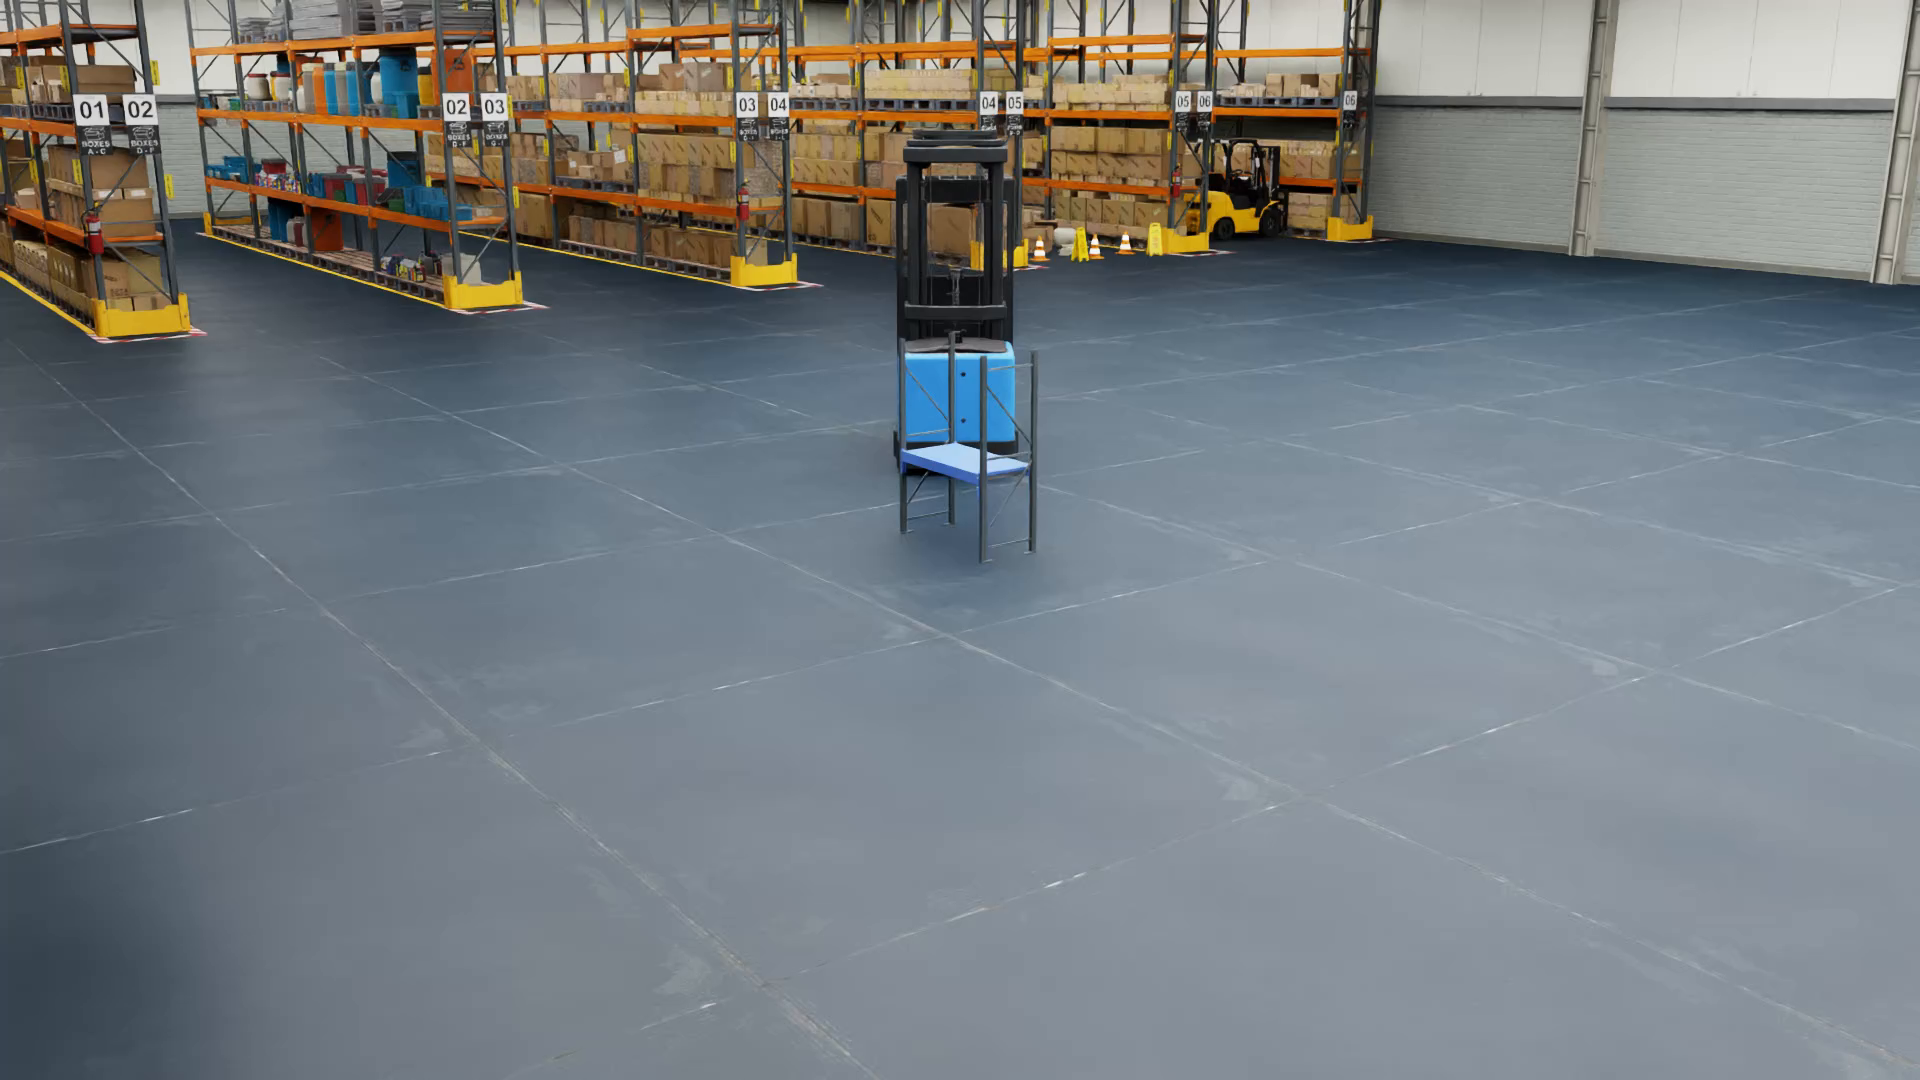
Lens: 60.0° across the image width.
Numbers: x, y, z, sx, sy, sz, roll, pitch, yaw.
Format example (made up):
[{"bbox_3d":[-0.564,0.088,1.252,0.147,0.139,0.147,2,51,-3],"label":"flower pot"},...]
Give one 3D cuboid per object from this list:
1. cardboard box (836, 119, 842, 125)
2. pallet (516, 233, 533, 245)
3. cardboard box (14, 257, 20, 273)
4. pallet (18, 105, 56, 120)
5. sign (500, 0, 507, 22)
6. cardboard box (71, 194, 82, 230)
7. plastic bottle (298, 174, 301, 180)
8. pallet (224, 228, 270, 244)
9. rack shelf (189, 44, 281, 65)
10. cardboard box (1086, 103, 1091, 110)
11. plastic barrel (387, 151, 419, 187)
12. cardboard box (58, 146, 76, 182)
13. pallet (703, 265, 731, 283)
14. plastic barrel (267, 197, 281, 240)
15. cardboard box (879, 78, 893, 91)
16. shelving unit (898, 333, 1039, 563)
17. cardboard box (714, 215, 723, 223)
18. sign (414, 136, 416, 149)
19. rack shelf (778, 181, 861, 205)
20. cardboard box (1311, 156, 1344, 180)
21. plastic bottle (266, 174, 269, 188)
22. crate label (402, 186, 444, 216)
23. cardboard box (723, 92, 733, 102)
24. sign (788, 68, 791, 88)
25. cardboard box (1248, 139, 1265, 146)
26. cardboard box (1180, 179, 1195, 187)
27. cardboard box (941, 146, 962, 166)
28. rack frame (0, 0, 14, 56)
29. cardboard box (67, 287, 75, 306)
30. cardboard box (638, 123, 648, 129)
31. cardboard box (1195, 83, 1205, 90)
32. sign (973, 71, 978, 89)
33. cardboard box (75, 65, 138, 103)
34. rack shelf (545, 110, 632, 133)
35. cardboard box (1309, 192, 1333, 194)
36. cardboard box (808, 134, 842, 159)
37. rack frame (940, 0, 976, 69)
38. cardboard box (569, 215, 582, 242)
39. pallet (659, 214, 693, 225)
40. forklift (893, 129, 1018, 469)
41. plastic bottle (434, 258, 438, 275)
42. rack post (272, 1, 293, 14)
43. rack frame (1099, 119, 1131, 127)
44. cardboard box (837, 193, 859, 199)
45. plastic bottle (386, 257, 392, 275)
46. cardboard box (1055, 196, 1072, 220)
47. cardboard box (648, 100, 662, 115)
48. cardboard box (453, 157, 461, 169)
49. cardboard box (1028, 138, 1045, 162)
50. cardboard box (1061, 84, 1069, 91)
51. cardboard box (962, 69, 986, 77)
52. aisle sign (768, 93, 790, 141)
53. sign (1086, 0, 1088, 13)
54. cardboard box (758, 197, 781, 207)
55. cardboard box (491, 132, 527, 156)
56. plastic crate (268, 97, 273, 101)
[{"bbox_3d":[-3.025,-10.960,43.625,0.380,0.149,0.250,-11,19,-34],"label":"cardboard box"},{"bbox_3d":[-9.160,-6.675,36.565,1.003,0.211,1.213,-11,19,-35],"label":"pallet"},{"bbox_3d":[-15.989,-4.762,28.705,0.500,0.250,0.500,-11,19,-35],"label":"cardboard box"},{"bbox_3d":[-14.237,-6.730,26.162,0.805,0.209,1.217,-12,19,-37],"label":"pallet"},{"bbox_3d":[-6.899,-7.980,25.082,0.100,0.325,0.005,-11,19,-35],"label":"sign"},{"bbox_3d":[-12.532,-4.815,24.296,0.700,0.500,0.500,-10,18,-33],"label":"cardboard box"},{"bbox_3d":[-13.488,-7.360,34.029,0.097,0.271,0.097,0,15,0],"label":"plastic bottle"},{"bbox_3d":[-15.588,-6.732,36.772,1.003,0.211,1.213,-11,19,-35],"label":"pallet"},{"bbox_3d":[-15.579,-10.446,35.816,1.077,0.370,4.000,-11,19,-35],"label":"rack shelf"},{"bbox_3d":[2.915,-9.266,35.543,0.380,0.149,0.250,-12,19,-36],"label":"cardboard box"},{"bbox_3d":[-9.681,-6.328,29.066,0.600,0.901,0.708,-11,19,-35],"label":"plastic barrel"},{"bbox_3d":[-12.850,-5.554,24.541,0.700,0.500,0.500,-11,19,-35],"label":"cardboard box"},{"bbox_3d":[-3.834,-4.722,29.428,1.003,0.211,1.213,-11,19,-35],"label":"pallet"},{"bbox_3d":[-14.096,-6.737,34.687,0.600,0.901,0.708,-11,19,-35],"label":"plastic barrel"},{"bbox_3d":[-1.262,-8.987,32.784,0.500,0.250,0.500,-11,19,-35],"label":"cardboard box"},{"bbox_3d":[0.050,-0.705,12.312,0.538,1.500,1.048,-11,19,-35],"label":"shelving unit"},{"bbox_3d":[-5.473,-7.758,39.178,0.500,0.500,0.500,-10,18,-34],"label":"cardboard box"},{"bbox_3d":[-13.201,-9.659,40.395,0.100,0.325,0.005,-11,19,-35],"label":"sign"},{"bbox_3d":[-2.797,-7.554,35.857,1.077,0.370,4.000,-11,19,-35],"label":"rack shelf"},{"bbox_3d":[8.187,-8.294,37.006,0.500,0.500,0.500,-11,19,-36],"label":"cardboard box"},{"bbox_3d":[-14.010,-7.275,33.694,0.061,0.283,0.133,-11,19,-35],"label":"plastic bottle"},{"bbox_3d":[-8.648,-5.471,26.816,0.502,0.435,0.616,-11,19,-35],"label":"crate label"},{"bbox_3d":[-3.756,-7.449,27.957,0.380,0.149,0.250,-11,19,-35],"label":"cardboard box"},{"bbox_3d":[-2.902,-7.824,28.143,0.100,0.325,0.005,-11,19,-35],"label":"sign"},{"bbox_3d":[6.911,-9.209,38.557,0.380,0.149,0.250,-11,19,-35],"label":"cardboard box"},{"bbox_3d":[4.643,-7.393,34.382,0.380,0.149,0.250,-11,19,-34],"label":"cardboard box"},{"bbox_3d":[0.146,-7.401,31.607,0.875,0.550,0.550,-11,19,-35],"label":"cardboard box"},{"bbox_3d":[-18.411,-9.791,31.302,1.000,3.000,0.127,-11,19,-35],"label":"rack frame"},{"bbox_3d":[-12.802,-3.598,24.453,0.500,0.250,0.500,-11,19,-35],"label":"cardboard box"},{"bbox_3d":[-7.735,-10.244,41.674,0.500,0.500,0.500,-12,19,-36],"label":"cardboard box"},{"bbox_3d":[5.714,-10.806,39.879,0.500,0.311,0.500,-12,19,-36],"label":"cardboard box"},{"bbox_3d":[0.284,-8.374,30.281,0.100,0.325,0.005,-11,19,-35],"label":"sign"},{"bbox_3d":[-11.690,-6.225,22.699,0.797,0.503,0.637,-9,18,-31],"label":"cardboard box"},{"bbox_3d":[-6.868,-8.253,32.727,1.077,0.370,4.000,-11,19,-35],"label":"rack shelf"},{"bbox_3d":[8.262,-7.778,37.830,0.500,0.250,0.500,-11,19,-34],"label":"cardboard box"},{"bbox_3d":[-2.814,-8.435,35.630,0.700,0.500,0.500,-11,19,-35],"label":"cardboard box"},{"bbox_3d":[-0.028,-12.012,39.416,1.000,3.000,0.127,-11,19,-35],"label":"rack frame"},{"bbox_3d":[-7.634,-6.446,34.349,0.700,0.500,0.500,-12,19,-37],"label":"cardboard box"},{"bbox_3d":[-6.748,-7.975,41.315,1.003,0.211,1.213,-11,19,-35],"label":"pallet"},{"bbox_3d":[-0.050,-2.372,15.691,1.130,2.935,3.031,0,15,-1],"label":"forklift"},{"bbox_3d":[-8.852,-4.635,28.140,0.061,0.283,0.133,-11,19,-35],"label":"plastic bottle"},{"bbox_3d":[-12.588,-10.105,31.472,0.624,0.289,0.986,-11,19,-35],"label":"rack post"},{"bbox_3d":[3.985,-9.889,43.026,1.000,3.000,0.127,-11,19,-35],"label":"rack frame"},{"bbox_3d":[-2.663,-9.090,44.163,0.875,0.438,0.875,-11,19,-35],"label":"cardboard box"},{"bbox_3d":[-9.654,-4.655,28.226,0.152,0.276,0.135,-10,18,-33],"label":"plastic bottle"},{"bbox_3d":[2.452,-7.334,36.683,0.500,0.500,0.500,-10,18,-32],"label":"cardboard box"},{"bbox_3d":[-5.320,-7.852,30.185,0.500,0.250,0.500,-11,19,-35],"label":"cardboard box"},{"bbox_3d":[-11.475,-8.778,38.686,0.500,0.250,0.500,-10,18,-33],"label":"cardboard box"},{"bbox_3d":[1.866,-8.721,37.210,0.500,0.500,0.500,-11,19,-36],"label":"cardboard box"},{"bbox_3d":[2.421,-9.805,36.002,0.380,0.149,0.250,-10,18,-33],"label":"cardboard box"},{"bbox_3d":[0.258,-8.600,30.614,0.380,0.149,0.250,-11,19,-34],"label":"cardboard box"},{"bbox_3d":[-3.061,-7.159,28.125,0.394,0.787,0.004,-11,19,-35],"label":"aisle sign"},{"bbox_3d":[2.773,-11.726,36.455,0.100,0.325,0.005,-11,19,-35],"label":"sign"},{"bbox_3d":[-3.315,-5.848,28.737,0.380,0.149,0.250,-11,19,-35],"label":"cardboard box"},{"bbox_3d":[-10.014,-8.831,37.070,0.797,0.503,0.637,-11,19,-36],"label":"cardboard box"},{"bbox_3d":[-14.911,-9.357,35.646,0.497,0.269,0.590,-11,19,-35],"label":"plastic crate"}]
